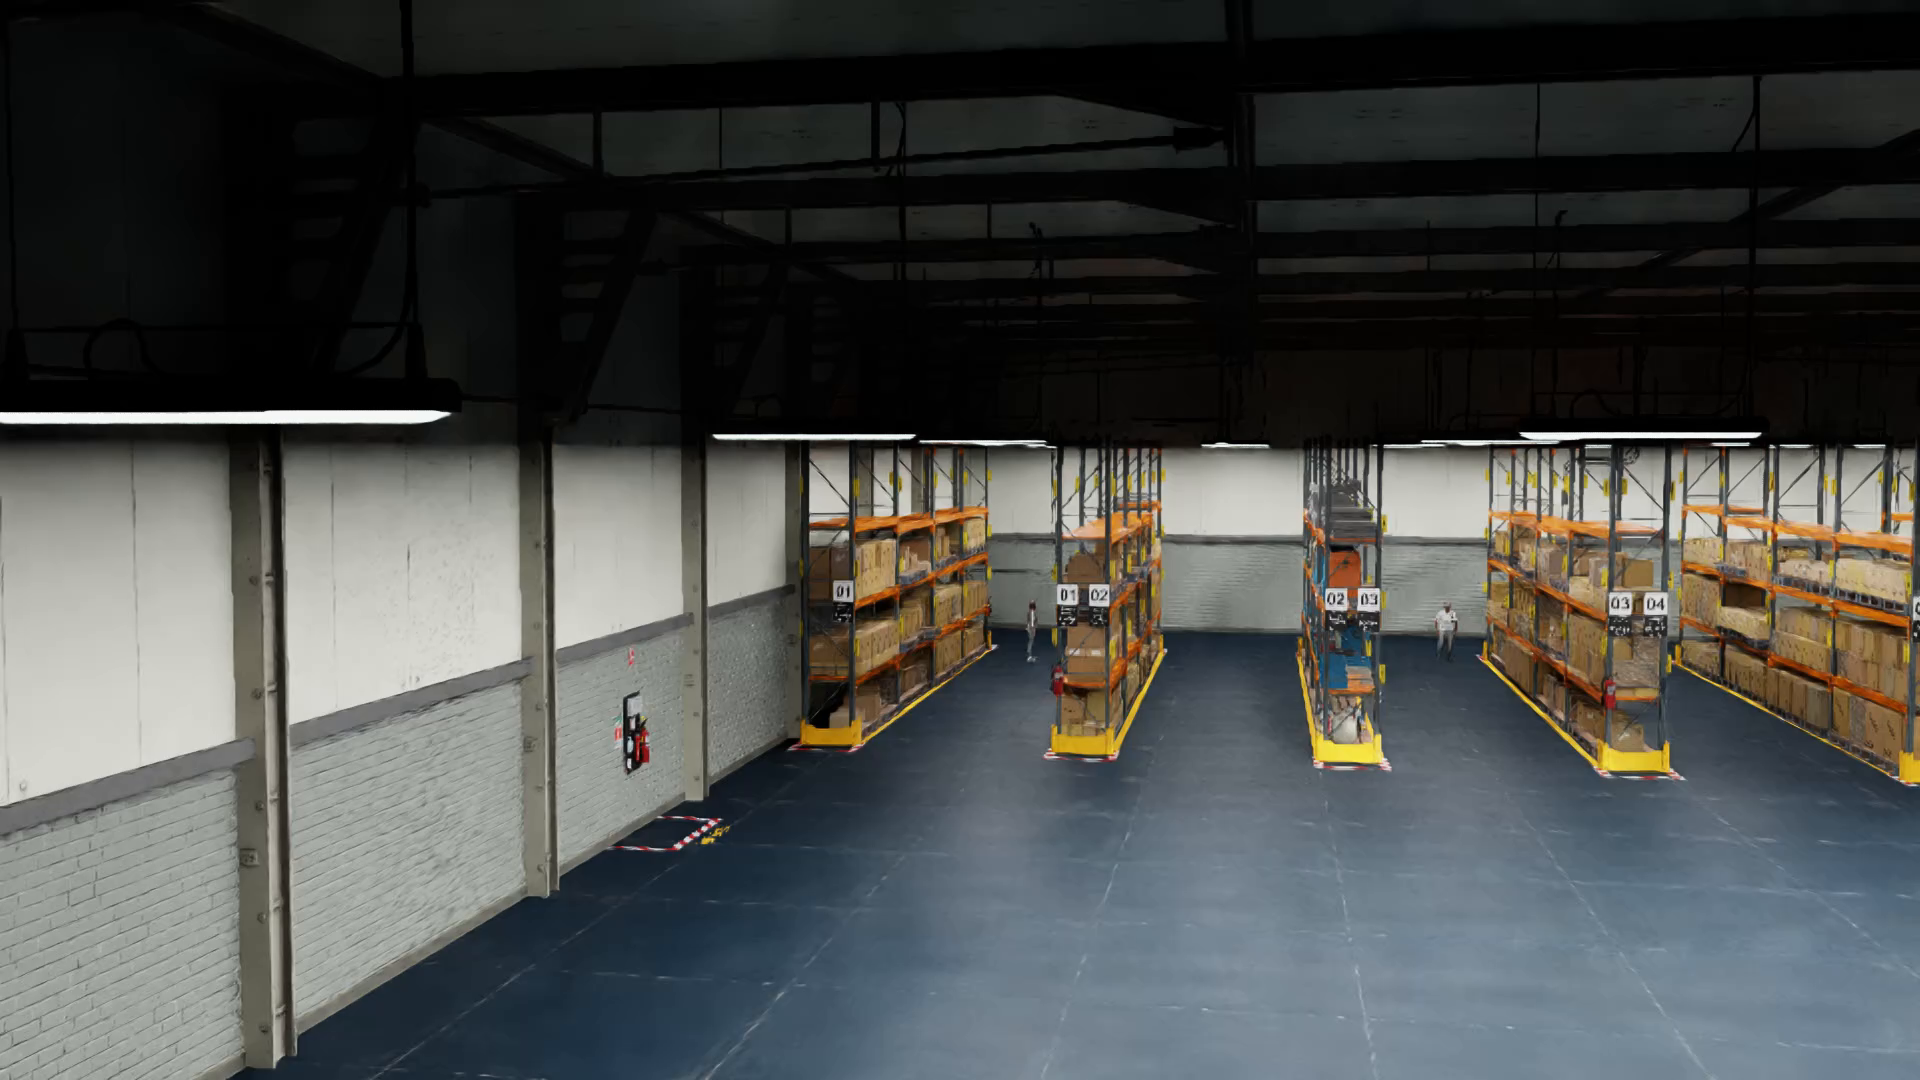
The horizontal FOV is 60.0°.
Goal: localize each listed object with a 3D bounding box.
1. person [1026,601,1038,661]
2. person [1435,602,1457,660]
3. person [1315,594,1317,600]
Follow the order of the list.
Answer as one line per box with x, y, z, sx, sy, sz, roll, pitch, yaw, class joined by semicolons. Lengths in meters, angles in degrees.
1.958;2.467;45.217;0.322;1.605;0.490;0;3;-5;person
13.241;2.467;45.305;0.592;1.629;0.532;0;3;8;person
10.459;2.236;48.243;0.558;1.767;0.582;-3;4;-43;person
